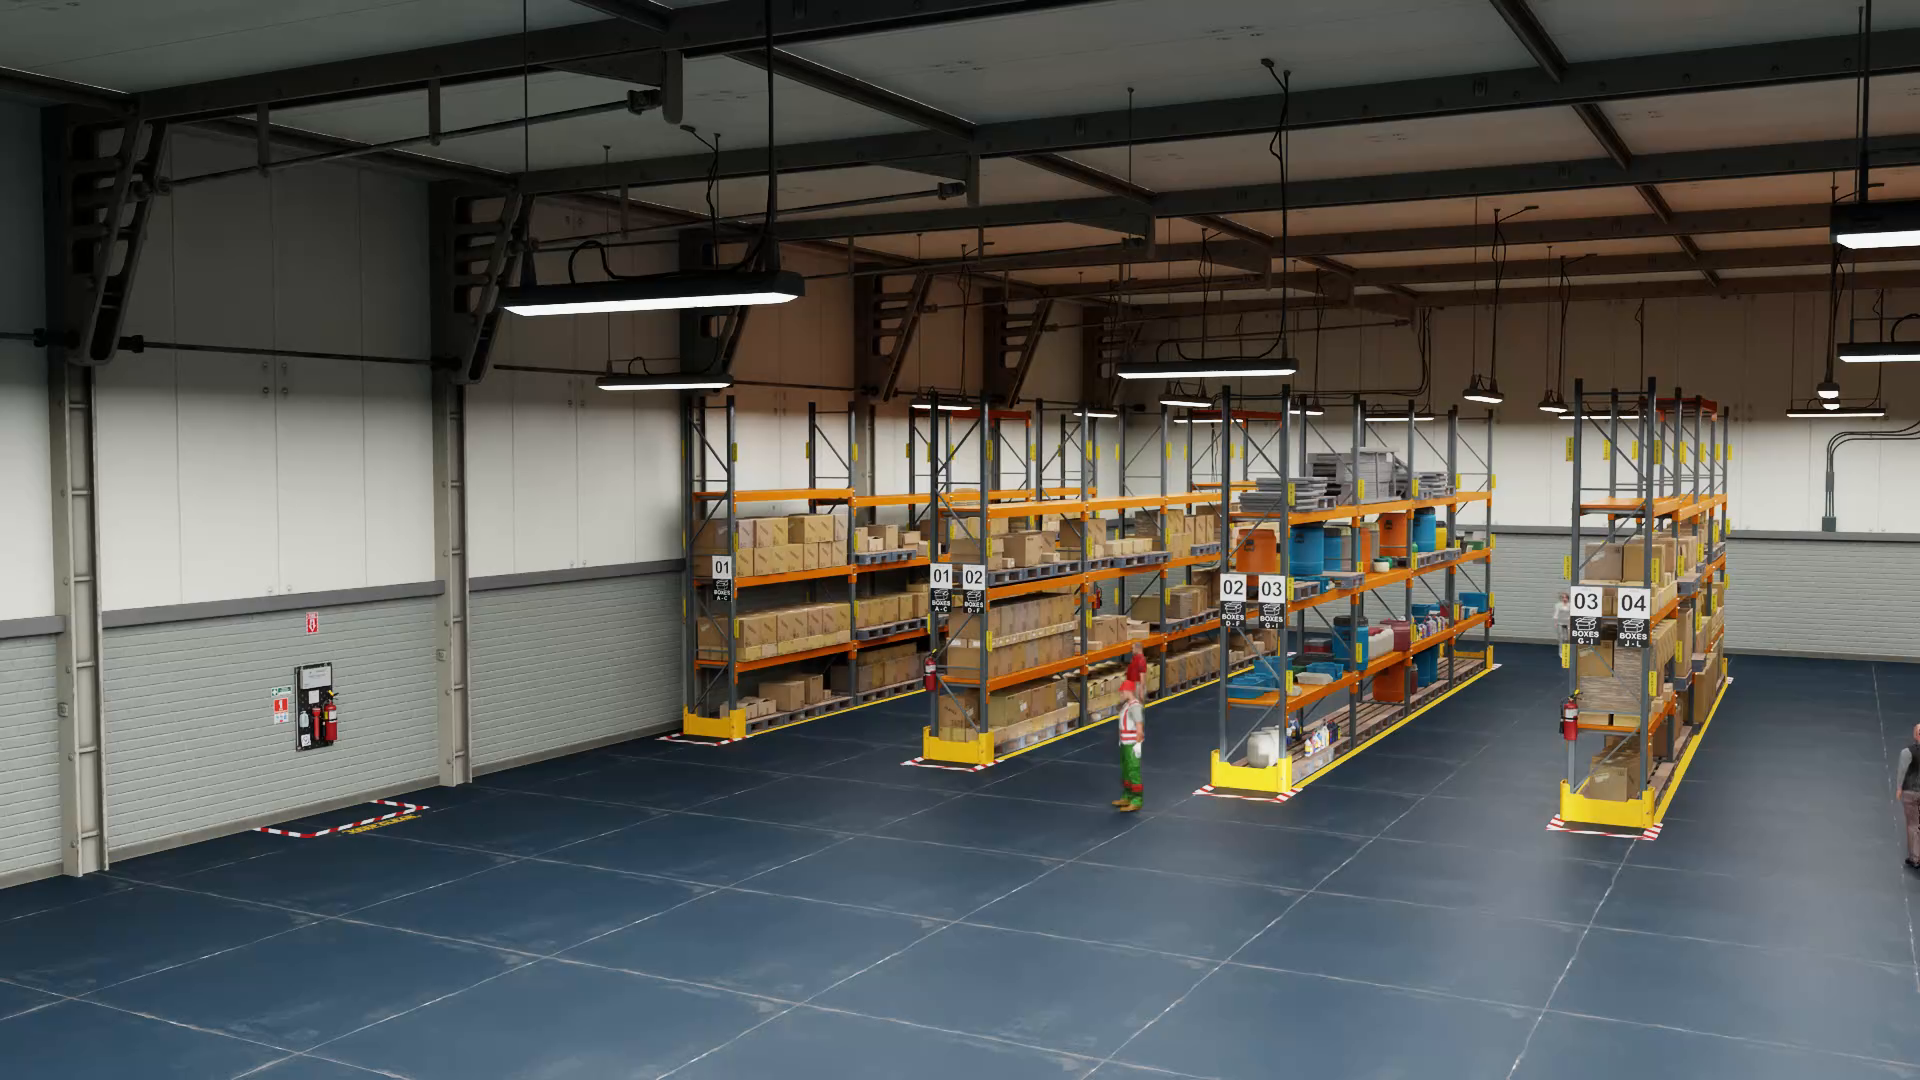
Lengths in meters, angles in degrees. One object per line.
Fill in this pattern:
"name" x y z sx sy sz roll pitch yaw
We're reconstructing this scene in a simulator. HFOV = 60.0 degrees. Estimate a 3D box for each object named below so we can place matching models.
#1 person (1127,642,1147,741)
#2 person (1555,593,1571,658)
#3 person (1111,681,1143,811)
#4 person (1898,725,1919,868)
"person" 3.035 2.644 28.663 0.387 1.769 0.659 0 3 3
"person" 14.745 2.082 40.487 0.476 1.604 0.354 1 3 19
"person" 2.356 2.870 23.388 0.401 1.788 0.625 -1 3 -9
"person" 11.628 3.098 20.048 0.568 1.773 0.518 2 4 32
